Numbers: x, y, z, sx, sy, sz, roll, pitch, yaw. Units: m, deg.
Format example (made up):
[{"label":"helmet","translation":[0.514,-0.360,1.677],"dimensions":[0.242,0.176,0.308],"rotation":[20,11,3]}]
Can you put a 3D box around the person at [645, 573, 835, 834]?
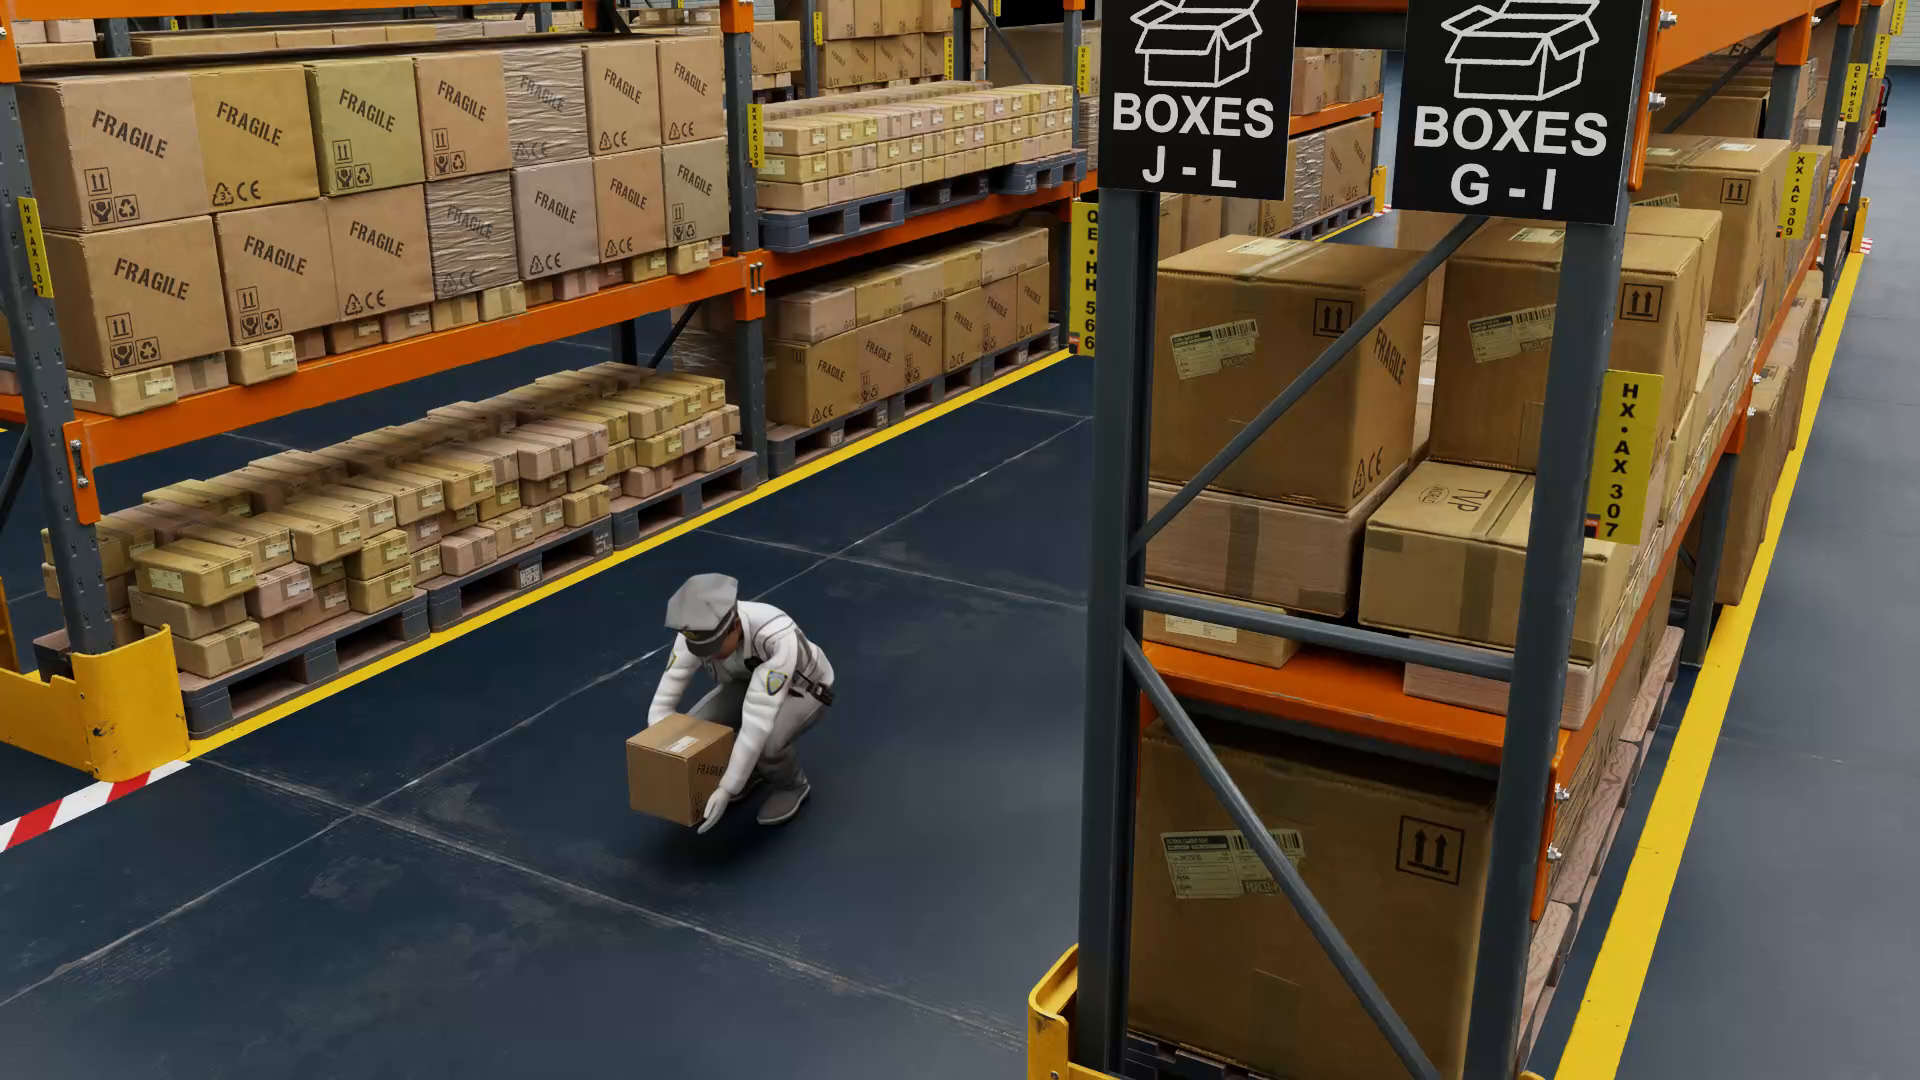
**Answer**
[{"label":"person","translation":[-0.754,0.514,5.692],"dimensions":[0.495,0.963,0.826],"rotation":[11,22,27]}]
